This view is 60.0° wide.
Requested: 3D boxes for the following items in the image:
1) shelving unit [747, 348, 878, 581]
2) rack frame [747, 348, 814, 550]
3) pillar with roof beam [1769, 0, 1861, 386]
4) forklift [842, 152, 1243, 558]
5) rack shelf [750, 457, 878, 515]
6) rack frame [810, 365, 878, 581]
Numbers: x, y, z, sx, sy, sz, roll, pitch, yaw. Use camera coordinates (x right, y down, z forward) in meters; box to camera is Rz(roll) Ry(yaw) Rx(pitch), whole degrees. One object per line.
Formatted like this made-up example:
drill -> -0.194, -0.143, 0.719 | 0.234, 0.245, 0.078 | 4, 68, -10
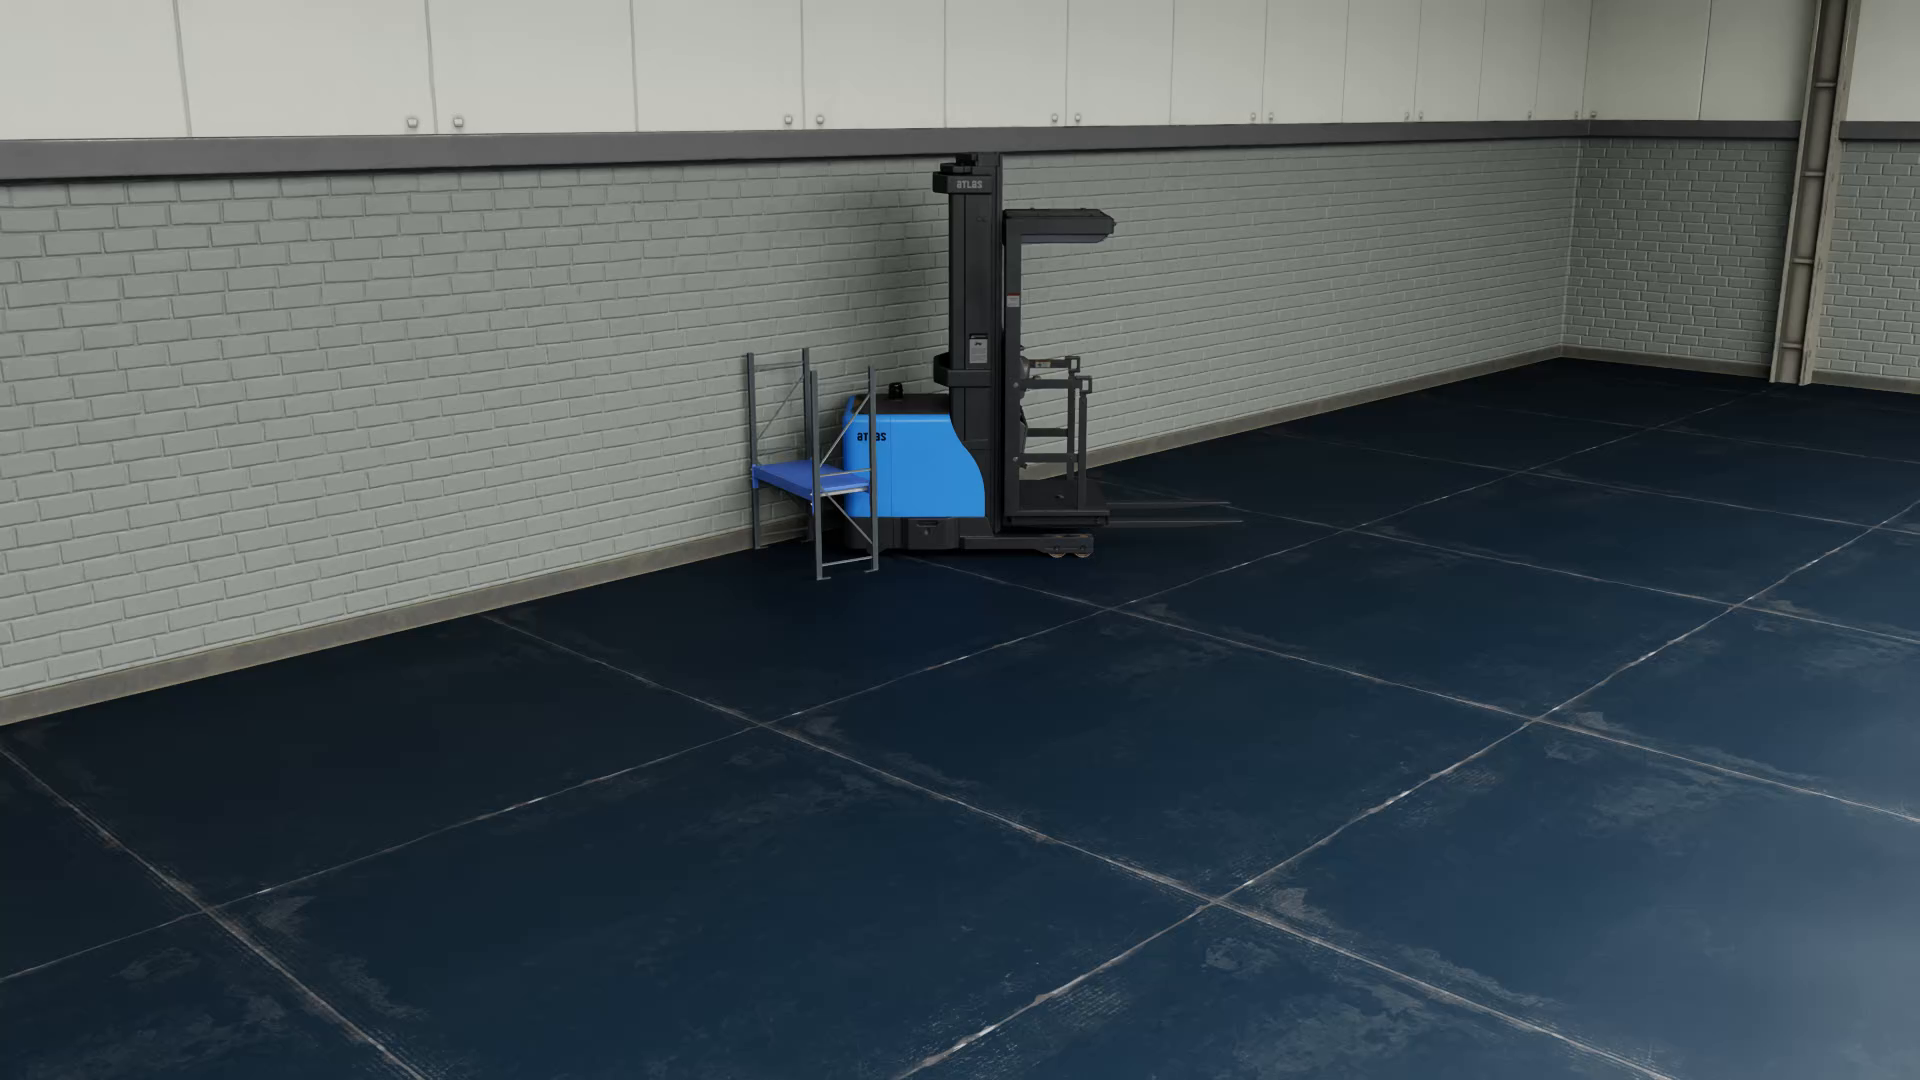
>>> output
shelving unit -> -1.085, -0.582, 12.189 | 0.538, 1.500, 1.048 | -9, 17, -31
rack frame -> -1.355, -0.691, 12.605 | 0.500, 1.500, 0.032 | -9, 17, -31
pillar with roof beam -> 7.166, -5.502, 16.201 | 0.400, 9.000, 9.100 | 14, 20, 42
forklift -> 0.628, -1.421, 12.573 | 3.031, 2.935, 1.130 | 0, 15, -1
rack shelf -> -1.084, -0.408, 12.234 | 0.538, 0.185, 1.000 | -9, 17, -31
rack frame -> -0.814, -0.474, 11.772 | 0.500, 1.500, 0.032 | -9, 17, -31
